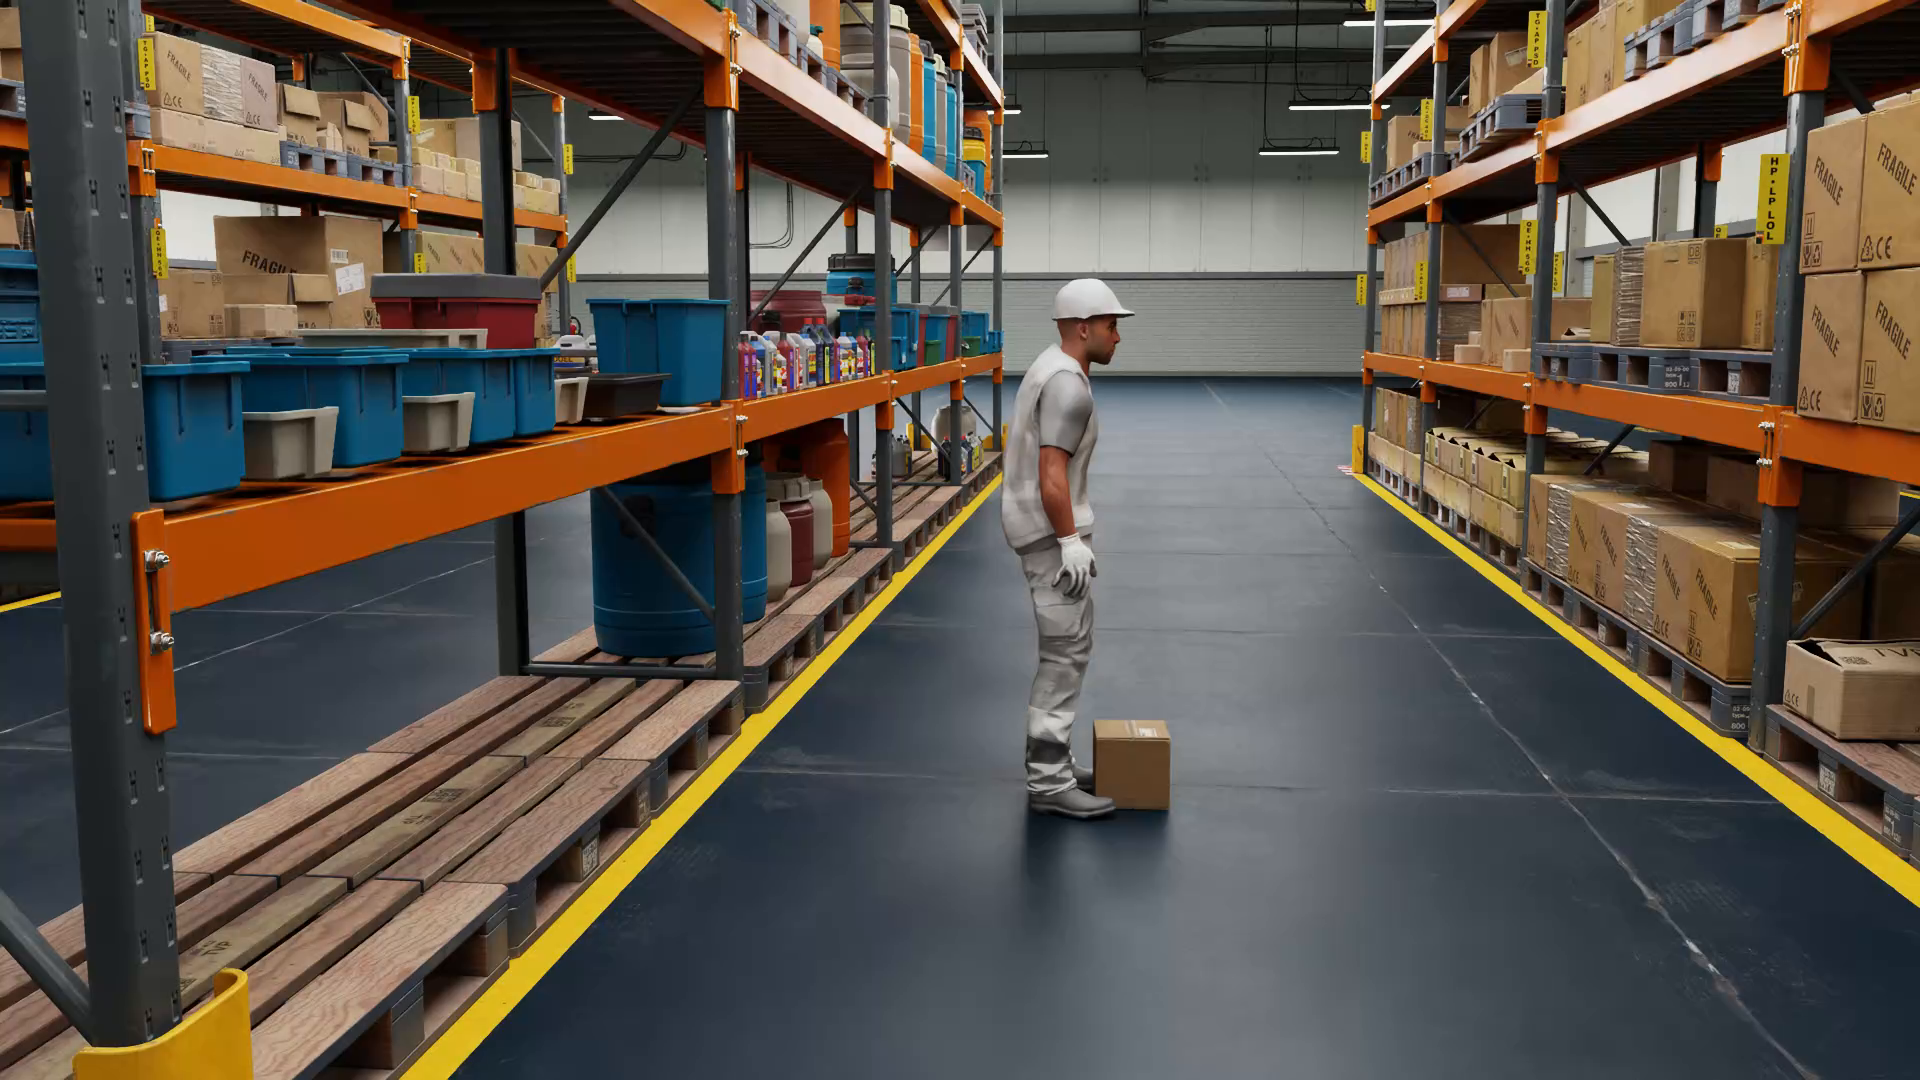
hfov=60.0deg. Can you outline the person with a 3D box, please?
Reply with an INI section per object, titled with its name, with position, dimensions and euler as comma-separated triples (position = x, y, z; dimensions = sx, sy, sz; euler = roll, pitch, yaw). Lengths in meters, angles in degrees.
[person]
position = 0.363, 0.010, 5.656
dimensions = 0.452, 1.778, 0.607
euler = 0, 8, 3
